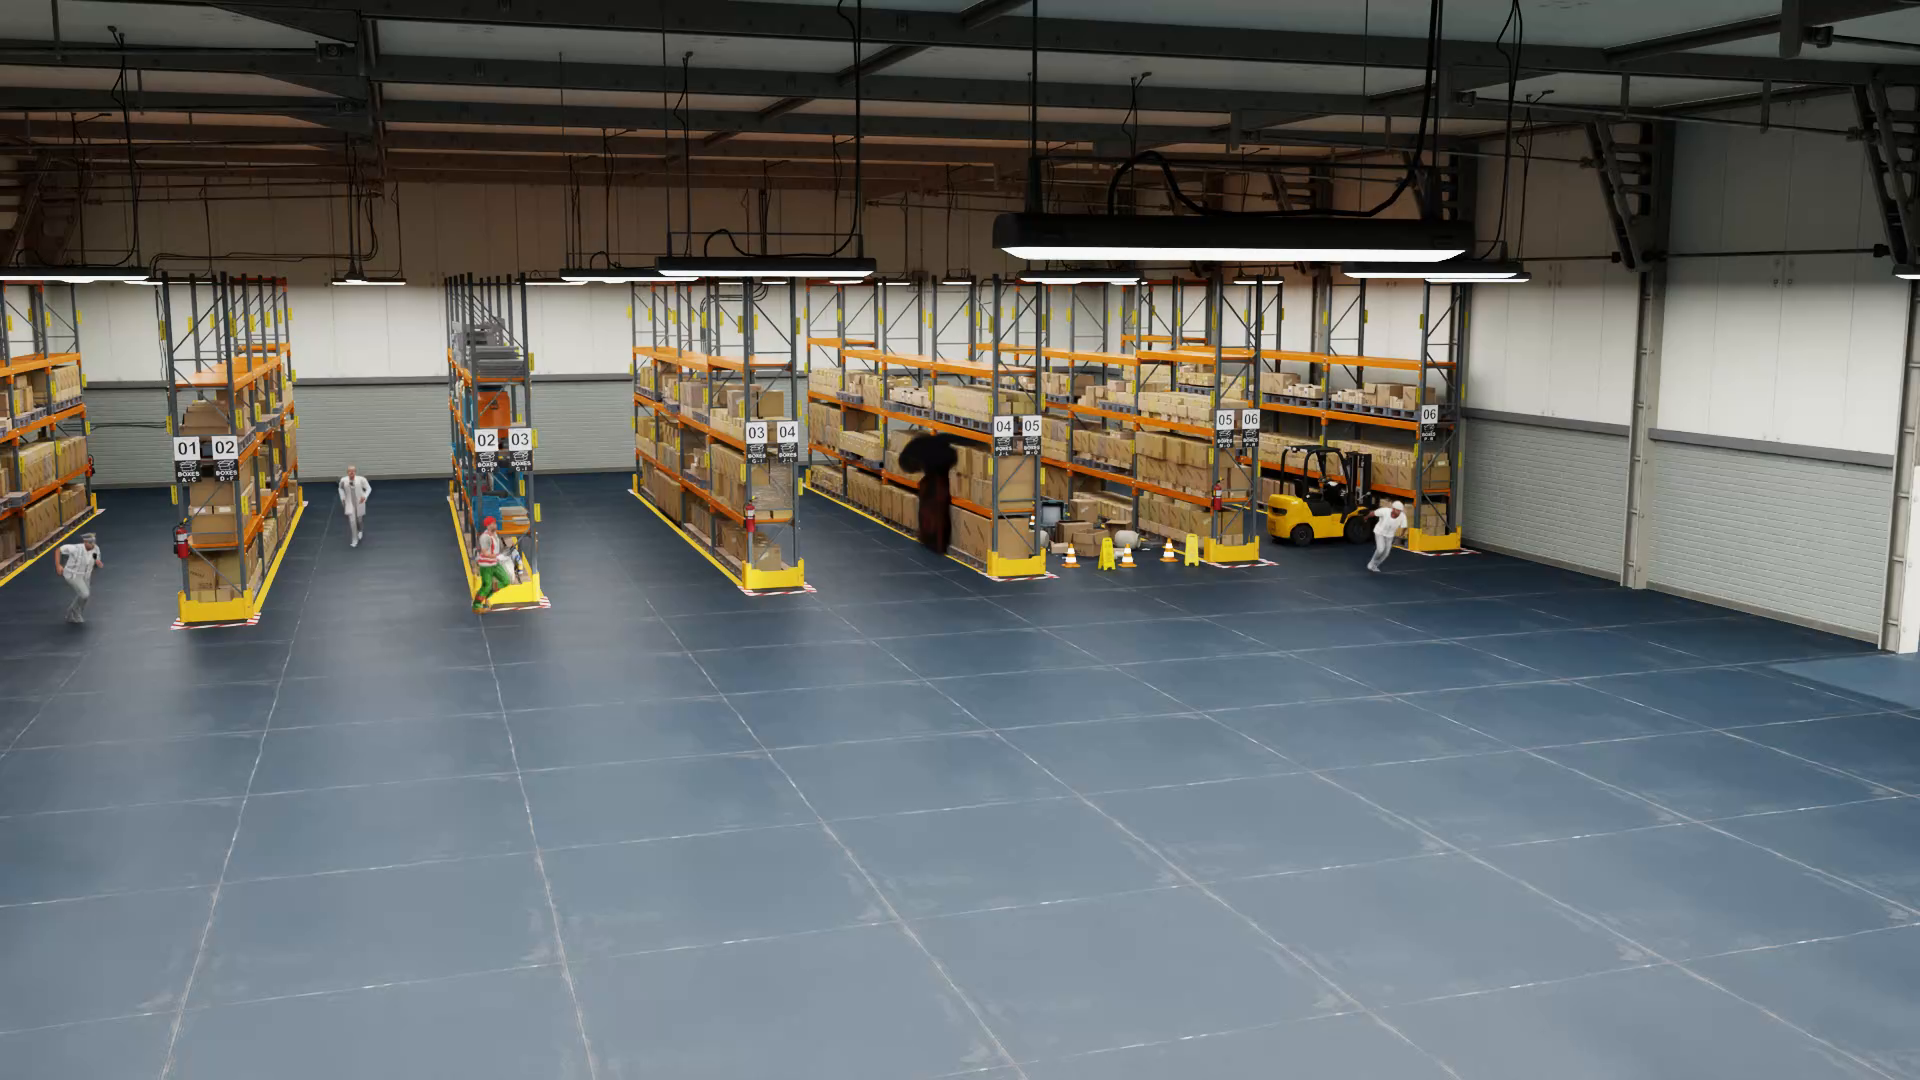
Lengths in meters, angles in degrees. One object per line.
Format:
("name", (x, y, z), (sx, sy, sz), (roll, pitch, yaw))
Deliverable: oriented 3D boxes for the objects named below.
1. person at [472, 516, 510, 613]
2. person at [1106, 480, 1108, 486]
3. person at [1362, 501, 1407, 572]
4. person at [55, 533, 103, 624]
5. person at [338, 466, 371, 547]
("person", (-8.282, 0.427, 29.441), (0.753, 1.727, 0.685), (2, 9, 11))
("person", (3.971, -2.155, 47.070), (0.573, 1.601, 0.572), (-7, 11, -40))
("person", (8.596, -0.075, 33.463), (0.689, 1.520, 1.016), (-2, 9, -11))
("person", (-15.076, 0.666, 28.446), (0.966, 1.605, 0.707), (4, 10, 26))
("person", (-13.609, -0.781, 37.448), (0.715, 1.806, 0.878), (-2, 9, -12))
